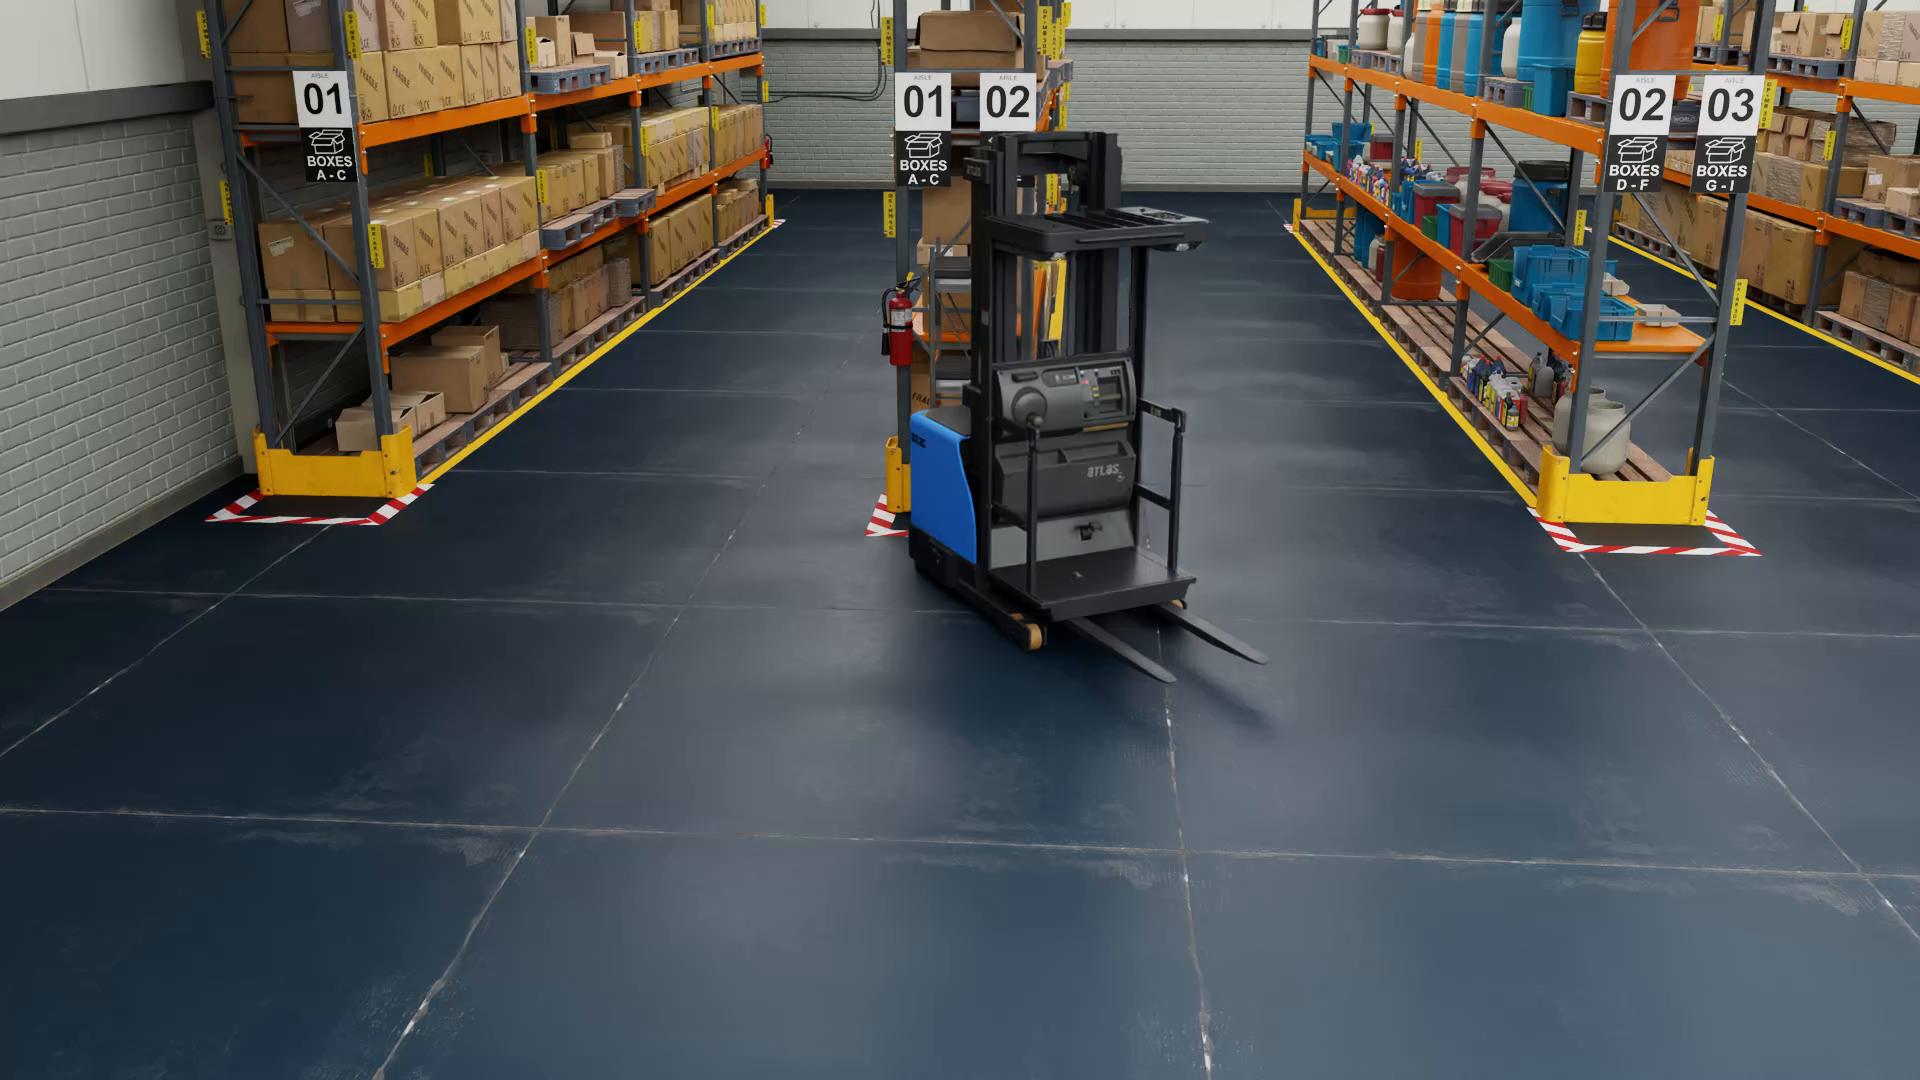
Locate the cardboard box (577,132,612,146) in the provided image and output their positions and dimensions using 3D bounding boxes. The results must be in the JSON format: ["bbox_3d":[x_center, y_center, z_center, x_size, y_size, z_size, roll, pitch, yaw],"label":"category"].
[{"bbox_3d":[-4.326,-4.736,19.651,0.380,0.149,0.250,-1,18,-3],"label":"cardboard box"}]

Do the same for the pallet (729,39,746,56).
[{"bbox_3d":[-3.885,-7.537,25.431,1.003,0.211,1.213,1,18,4],"label":"pallet"}]

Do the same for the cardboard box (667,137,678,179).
[{"bbox_3d":[-3.957,-4.939,21.509,0.500,0.500,0.500,1,18,4],"label":"cardboard box"}]

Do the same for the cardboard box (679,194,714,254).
[{"bbox_3d":[-3.961,-4.495,23.601,0.750,0.750,0.750,1,18,5],"label":"cardboard box"}]

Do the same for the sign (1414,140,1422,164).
[{"bbox_3d":[6.386,-5.419,23.199,0.100,0.325,0.005,1,18,4],"label":"sign"}]

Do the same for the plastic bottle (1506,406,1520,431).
[{"bbox_3d":[4.672,-1.033,14.045,0.097,0.201,0.097,0,18,0],"label":"plastic bottle"}]

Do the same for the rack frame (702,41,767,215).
[{"bbox_3d":[-3.757,-6.764,27.748,1.000,3.000,0.127,1,18,4],"label":"rack frame"}]

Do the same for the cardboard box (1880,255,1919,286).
[{"bbox_3d":[10.445,-2.951,18.216,0.500,0.250,0.500,3,18,10],"label":"cardboard box"}]

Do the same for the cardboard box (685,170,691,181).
[{"bbox_3d":[-3.888,-4.984,22.688,0.380,0.149,0.250,1,18,4],"label":"cardboard box"}]

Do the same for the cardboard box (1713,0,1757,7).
[{"bbox_3d":[10.852,-7.558,23.155,0.500,0.250,0.500,0,18,0],"label":"cardboard box"}]

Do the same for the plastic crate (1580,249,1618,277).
[{"bbox_3d":[5.455,-2.395,14.655,0.499,0.251,0.616,1,18,4],"label":"plastic crate"}]

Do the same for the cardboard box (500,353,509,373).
[{"bbox_3d":[-4.626,-1.733,16.237,0.380,0.166,0.250,-1,18,-3],"label":"cardboard box"}]

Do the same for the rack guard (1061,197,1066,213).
[{"bbox_3d":[1.178,-5.443,27.731,1.175,0.500,0.348,1,18,4],"label":"rack guard"}]

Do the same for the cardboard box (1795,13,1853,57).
[{"bbox_3d":[10.437,-6.081,20.012,0.500,0.500,0.500,2,18,7],"label":"cardboard box"}]

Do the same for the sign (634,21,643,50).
[{"bbox_3d":[-3.790,-5.938,19.579,0.100,0.325,0.005,1,18,4],"label":"sign"}]

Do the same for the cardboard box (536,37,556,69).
[{"bbox_3d":[-4.454,-4.979,16.952,0.500,0.311,0.500,2,18,6],"label":"cardboard box"}]

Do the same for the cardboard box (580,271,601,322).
[{"bbox_3d":[-4.491,-2.763,18.847,0.700,0.500,0.500,1,18,4],"label":"cardboard box"}]

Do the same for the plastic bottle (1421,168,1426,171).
[{"bbox_3d":[6.043,-4.728,21.734,0.152,0.276,0.135,1,18,4],"label":"plastic bottle"}]

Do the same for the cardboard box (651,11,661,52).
[{"bbox_3d":[-4.292,-6.604,21.576,0.700,0.500,0.500,1,18,4],"label":"cardboard box"}]

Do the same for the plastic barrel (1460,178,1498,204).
[{"bbox_3d":[5.660,-3.656,18.084,0.421,0.512,0.421,0,18,0],"label":"plastic barrel"}]

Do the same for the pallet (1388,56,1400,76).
[{"bbox_3d":[5.703,-5.629,19.771,1.003,0.211,1.213,1,18,4],"label":"pallet"}]

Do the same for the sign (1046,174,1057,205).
[{"bbox_3d":[0.877,-3.365,15.856,0.100,0.325,0.005,1,18,4],"label":"sign"}]

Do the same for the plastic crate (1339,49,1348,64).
[{"bbox_3d":[5.566,-6.763,23.270,0.450,0.188,0.662,1,18,4],"label":"plastic crate"}]

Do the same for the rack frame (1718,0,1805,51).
[{"bbox_3d":[10.778,-8.041,22.010,1.000,3.000,0.127,1,18,4],"label":"rack frame"}]

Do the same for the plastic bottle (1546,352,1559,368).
[{"bbox_3d":[5.505,-1.560,15.413,0.144,0.351,0.185,1,18,2],"label":"plastic bottle"}]

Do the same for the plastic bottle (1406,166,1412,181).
[{"bbox_3d":[5.934,-4.795,21.945,0.097,0.271,0.097,0,18,0],"label":"plastic bottle"}]

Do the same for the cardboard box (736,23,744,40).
[{"bbox_3d":[-3.614,-7.808,25.524,0.500,0.250,0.500,1,18,2],"label":"cardboard box"}]

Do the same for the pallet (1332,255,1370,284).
[{"bbox_3d":[5.741,-3.737,22.987,1.003,0.211,1.213,1,18,4],"label":"pallet"}]

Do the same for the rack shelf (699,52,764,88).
[{"bbox_3d":[-3.901,-7.226,25.497,1.077,0.370,4.000,1,18,4],"label":"rack shelf"}]

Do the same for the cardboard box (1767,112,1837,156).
[{"bbox_3d":[10.650,-5.109,20.927,0.797,0.503,0.637,2,18,6],"label":"cardboard box"}]

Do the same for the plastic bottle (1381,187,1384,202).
[{"bbox_3d":[5.204,-4.236,20.353,0.097,0.201,0.097,0,18,0],"label":"plastic bottle"}]

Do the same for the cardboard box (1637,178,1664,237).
[{"bbox_3d":[11.033,-5.139,25.526,0.875,0.875,0.875,1,18,4],"label":"cardboard box"}]

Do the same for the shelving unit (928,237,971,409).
[{"bbox_3d":[0.012,-1.049,11.753,0.431,2.100,0.503,1,18,4],"label":"shelving unit"}]

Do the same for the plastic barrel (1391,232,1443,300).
[{"bbox_3d":[5.569,-3.379,20.228,0.600,0.830,0.708,1,18,4],"label":"plastic barrel"}]

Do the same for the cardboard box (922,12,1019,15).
[{"bbox_3d":[0.080,-4.159,13.917,0.797,0.503,0.637,3,18,10],"label":"cardboard box"}]

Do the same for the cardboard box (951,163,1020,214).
[{"bbox_3d":[0.119,-2.674,13.022,0.700,0.500,0.500,1,18,2],"label":"cardboard box"}]

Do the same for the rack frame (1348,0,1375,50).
[{"bbox_3d":[5.837,-8.151,22.348,1.000,3.000,0.127,1,18,4],"label":"rack frame"}]

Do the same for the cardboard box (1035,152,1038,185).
[{"bbox_3d":[0.543,-4.615,20.355,0.700,0.500,0.500,-5,19,-15],"label":"cardboard box"}]

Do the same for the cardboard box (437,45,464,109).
[{"bbox_3d":[-4.507,-3.870,13.905,0.500,0.500,0.500,2,18,7],"label":"cardboard box"}]

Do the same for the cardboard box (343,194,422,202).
[{"bbox_3d":[-4.968,-2.713,14.391,0.500,0.500,0.500,2,18,5],"label":"cardboard box"}]

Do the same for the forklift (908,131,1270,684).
[{"bbox_3d":[0.747,-0.887,9.923,1.130,2.935,3.031,-9,20,-25],"label":"forklift"}]

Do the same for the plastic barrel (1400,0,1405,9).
[{"bbox_3d":[5.868,-6.630,21.043,0.600,0.901,0.708,1,18,4],"label":"plastic barrel"}]

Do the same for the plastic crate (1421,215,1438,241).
[{"bbox_3d":[5.107,-3.262,17.402,0.450,0.188,0.662,1,18,4],"label":"plastic crate"}]

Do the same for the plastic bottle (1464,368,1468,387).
[{"bbox_3d":[4.789,-1.543,15.601,0.097,0.201,0.097,0,18,0],"label":"plastic bottle"}]

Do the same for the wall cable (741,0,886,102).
[{"bbox_3d":[-2.995,-9.888,32.634,3.097,2.526,0.112,1,18,4],"label":"wall cable"}]

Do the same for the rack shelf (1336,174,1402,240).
[{"bbox_3d":[5.694,-4.337,21.498,1.077,0.370,4.000,1,18,4],"label":"rack shelf"}]

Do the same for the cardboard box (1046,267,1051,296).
[{"bbox_3d":[0.788,-2.999,19.100,0.500,0.311,0.500,1,18,3],"label":"cardboard box"}]

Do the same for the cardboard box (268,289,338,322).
[{"bbox_3d":[-5.064,-1.882,13.059,0.500,0.250,0.500,2,18,5],"label":"cardboard box"}]

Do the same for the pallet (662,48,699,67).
[{"bbox_3d":[-4.061,-6.570,22.647,0.805,0.209,1.217,1,18,2],"label":"pallet"}]

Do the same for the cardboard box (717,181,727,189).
[{"bbox_3d":[-3.952,-5.672,26.715,0.380,0.149,0.250,1,18,4],"label":"cardboard box"}]

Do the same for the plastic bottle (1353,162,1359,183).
[{"bbox_3d":[5.362,-4.955,22.434,0.097,0.271,0.097,0,18,0],"label":"plastic bottle"}]

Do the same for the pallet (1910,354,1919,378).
[{"bbox_3d":[10.258,-1.622,16.534,1.003,0.211,1.213,1,18,4],"label":"pallet"}]

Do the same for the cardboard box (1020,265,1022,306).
[{"bbox_3d":[0.157,-2.195,13.643,0.700,0.500,0.500,1,18,4],"label":"cardboard box"}]

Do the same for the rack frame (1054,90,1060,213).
[{"bbox_3d":[0.897,-5.412,23.623,1.000,3.000,0.127,1,18,4],"label":"rack frame"}]
